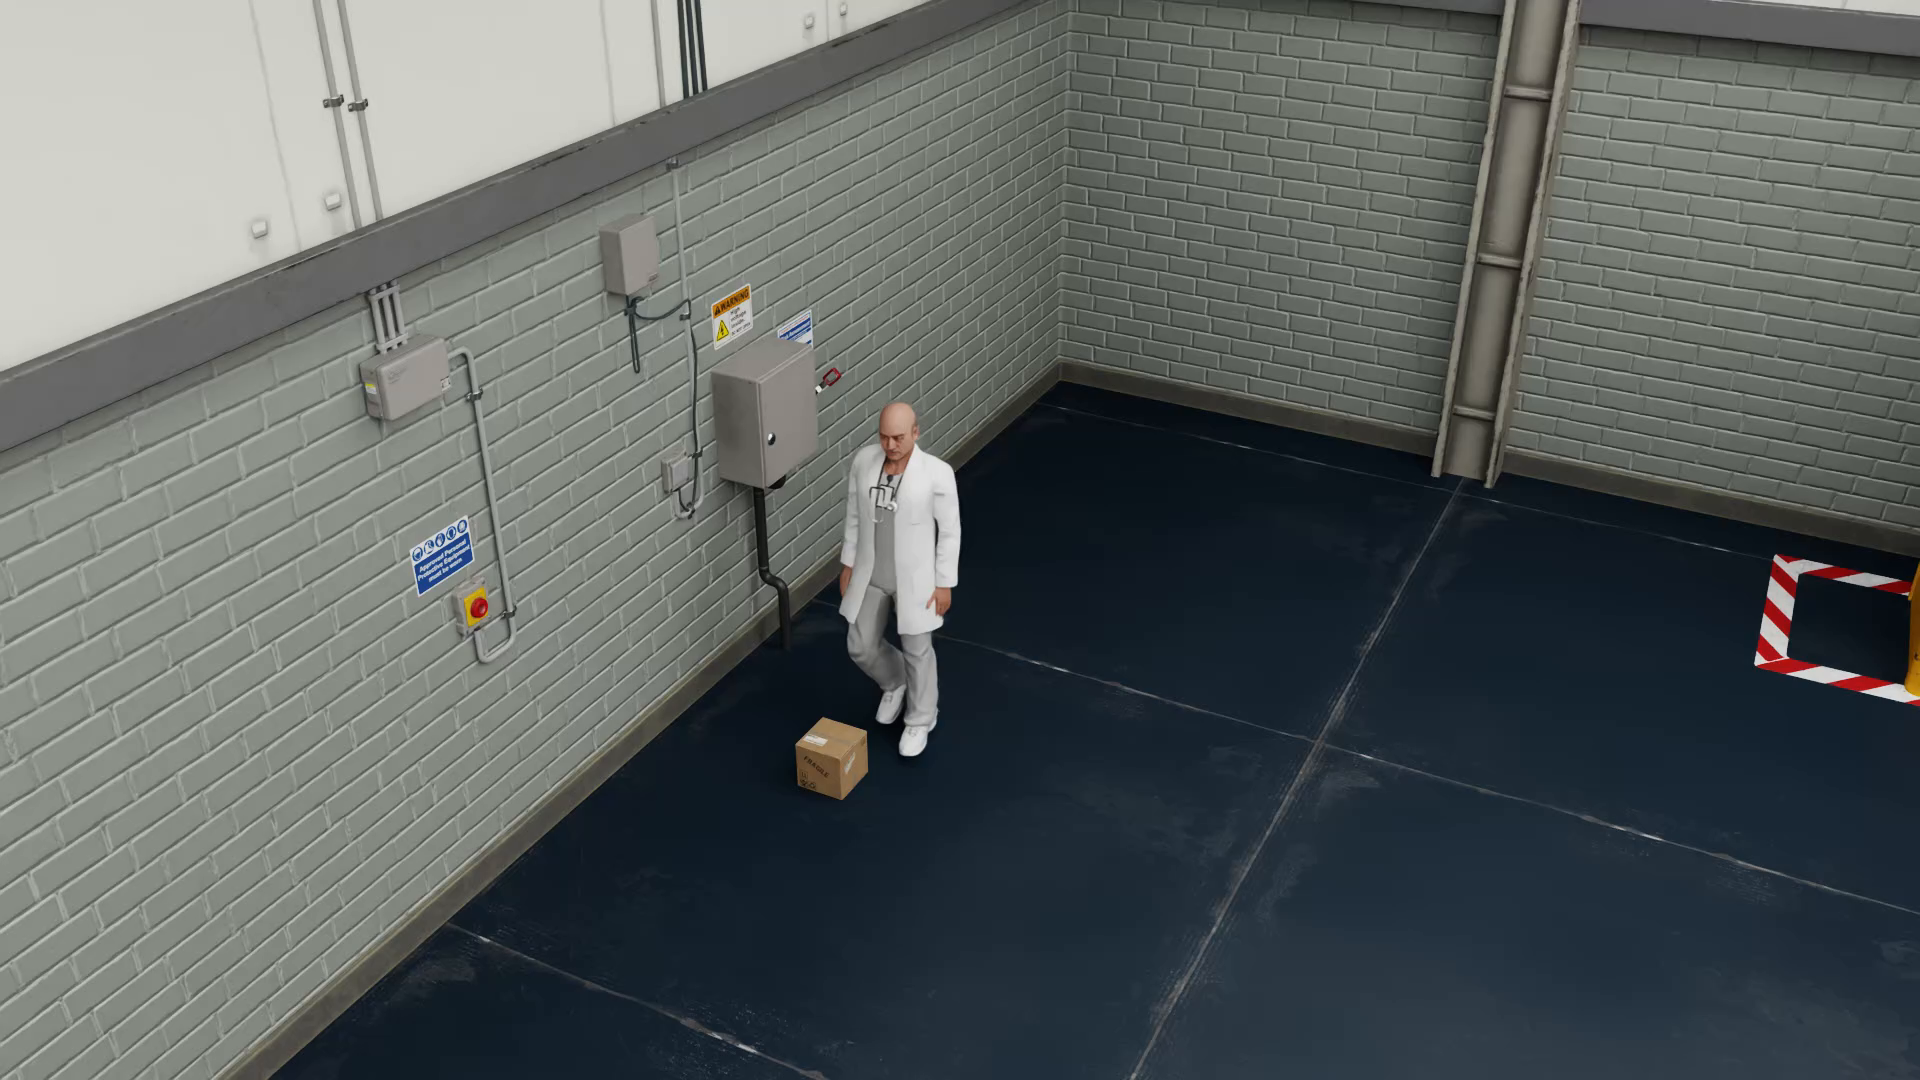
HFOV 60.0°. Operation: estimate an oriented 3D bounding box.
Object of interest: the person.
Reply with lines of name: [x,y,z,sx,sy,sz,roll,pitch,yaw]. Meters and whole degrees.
person: [-0.290,0.170,7.980,0.606,1.786,0.518,12,32,20]
